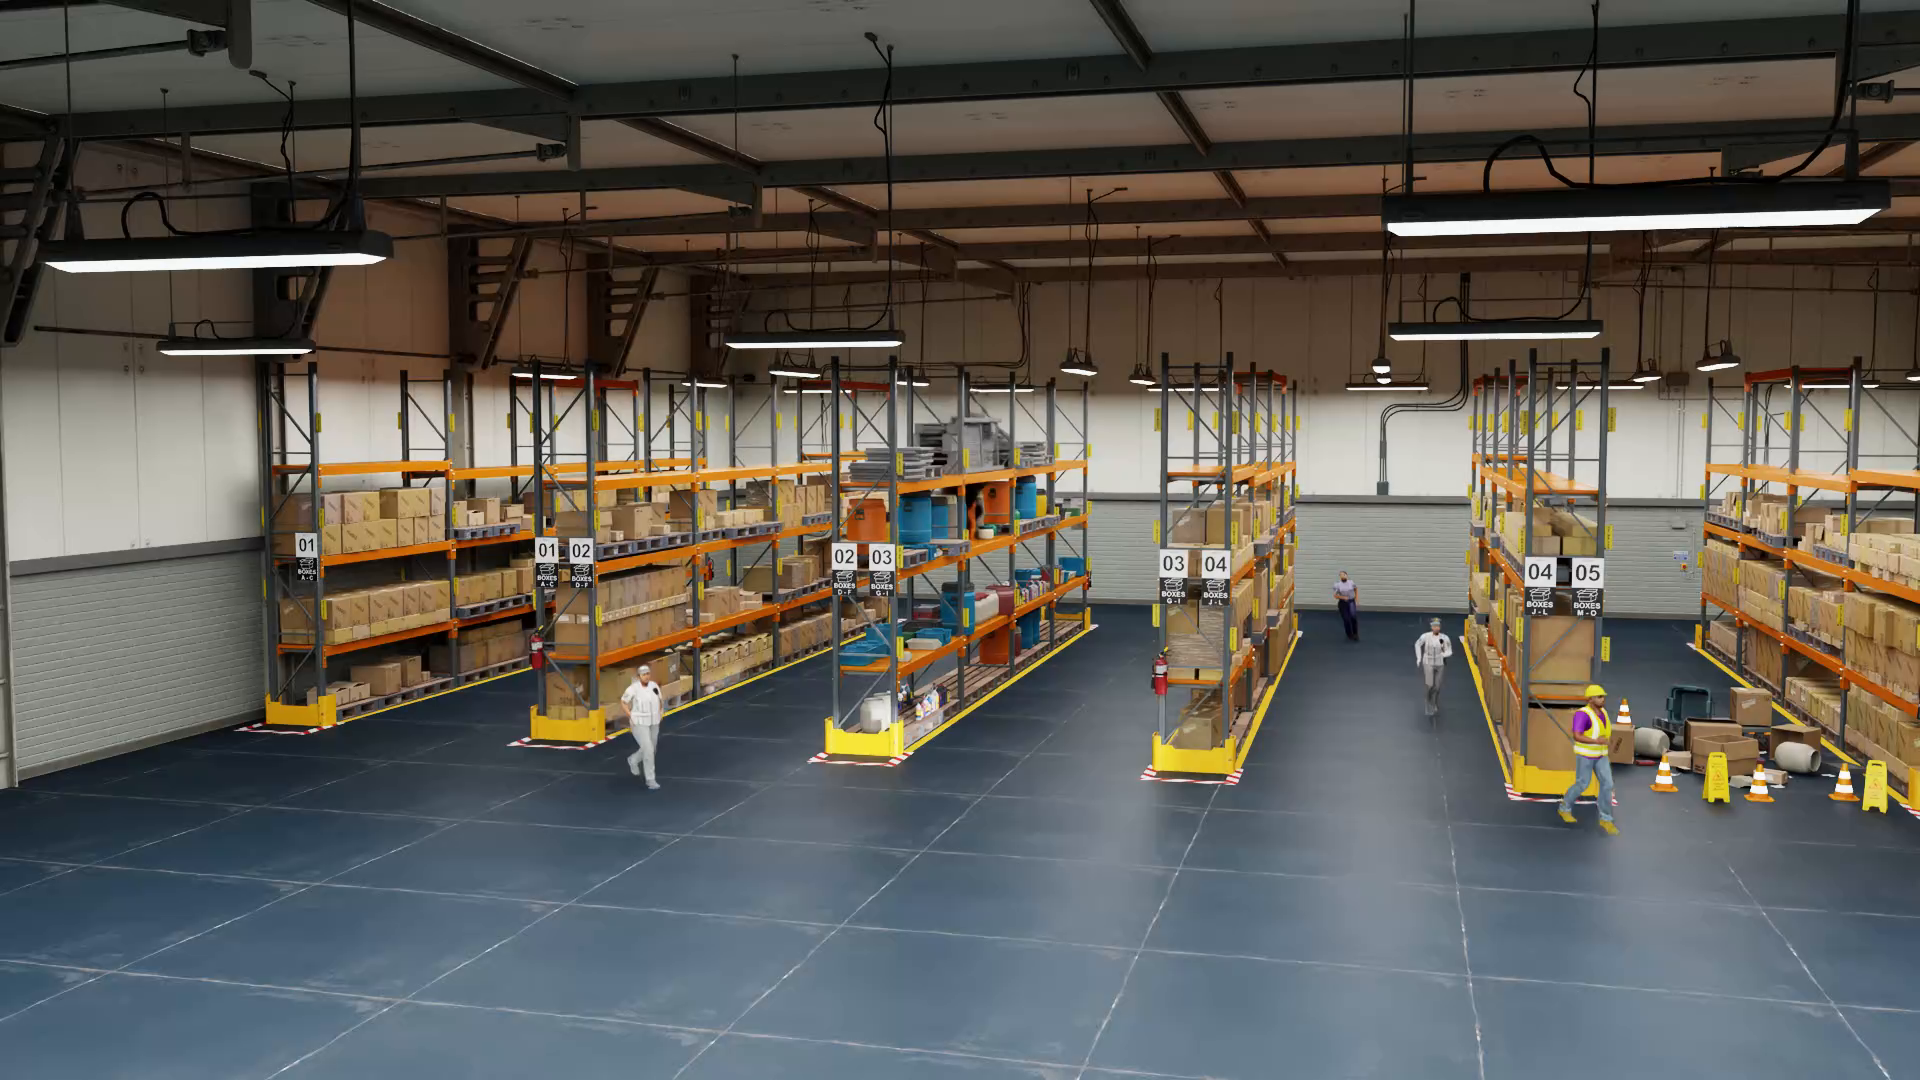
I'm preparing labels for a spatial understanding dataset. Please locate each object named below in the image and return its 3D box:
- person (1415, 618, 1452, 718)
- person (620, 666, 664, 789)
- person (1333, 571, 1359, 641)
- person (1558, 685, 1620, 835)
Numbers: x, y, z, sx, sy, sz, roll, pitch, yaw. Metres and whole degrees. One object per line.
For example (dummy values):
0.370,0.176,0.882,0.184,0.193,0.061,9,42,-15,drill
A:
8.084,2.170,28.348,0.572,1.714,0.763,1,4,8,person
-4.357,2.566,23.021,0.598,1.677,0.792,-4,5,-42,person
8.865,1.502,38.196,0.604,1.595,0.646,1,4,8,person
7.755,2.681,20.455,0.713,1.830,0.790,-2,5,-29,person
